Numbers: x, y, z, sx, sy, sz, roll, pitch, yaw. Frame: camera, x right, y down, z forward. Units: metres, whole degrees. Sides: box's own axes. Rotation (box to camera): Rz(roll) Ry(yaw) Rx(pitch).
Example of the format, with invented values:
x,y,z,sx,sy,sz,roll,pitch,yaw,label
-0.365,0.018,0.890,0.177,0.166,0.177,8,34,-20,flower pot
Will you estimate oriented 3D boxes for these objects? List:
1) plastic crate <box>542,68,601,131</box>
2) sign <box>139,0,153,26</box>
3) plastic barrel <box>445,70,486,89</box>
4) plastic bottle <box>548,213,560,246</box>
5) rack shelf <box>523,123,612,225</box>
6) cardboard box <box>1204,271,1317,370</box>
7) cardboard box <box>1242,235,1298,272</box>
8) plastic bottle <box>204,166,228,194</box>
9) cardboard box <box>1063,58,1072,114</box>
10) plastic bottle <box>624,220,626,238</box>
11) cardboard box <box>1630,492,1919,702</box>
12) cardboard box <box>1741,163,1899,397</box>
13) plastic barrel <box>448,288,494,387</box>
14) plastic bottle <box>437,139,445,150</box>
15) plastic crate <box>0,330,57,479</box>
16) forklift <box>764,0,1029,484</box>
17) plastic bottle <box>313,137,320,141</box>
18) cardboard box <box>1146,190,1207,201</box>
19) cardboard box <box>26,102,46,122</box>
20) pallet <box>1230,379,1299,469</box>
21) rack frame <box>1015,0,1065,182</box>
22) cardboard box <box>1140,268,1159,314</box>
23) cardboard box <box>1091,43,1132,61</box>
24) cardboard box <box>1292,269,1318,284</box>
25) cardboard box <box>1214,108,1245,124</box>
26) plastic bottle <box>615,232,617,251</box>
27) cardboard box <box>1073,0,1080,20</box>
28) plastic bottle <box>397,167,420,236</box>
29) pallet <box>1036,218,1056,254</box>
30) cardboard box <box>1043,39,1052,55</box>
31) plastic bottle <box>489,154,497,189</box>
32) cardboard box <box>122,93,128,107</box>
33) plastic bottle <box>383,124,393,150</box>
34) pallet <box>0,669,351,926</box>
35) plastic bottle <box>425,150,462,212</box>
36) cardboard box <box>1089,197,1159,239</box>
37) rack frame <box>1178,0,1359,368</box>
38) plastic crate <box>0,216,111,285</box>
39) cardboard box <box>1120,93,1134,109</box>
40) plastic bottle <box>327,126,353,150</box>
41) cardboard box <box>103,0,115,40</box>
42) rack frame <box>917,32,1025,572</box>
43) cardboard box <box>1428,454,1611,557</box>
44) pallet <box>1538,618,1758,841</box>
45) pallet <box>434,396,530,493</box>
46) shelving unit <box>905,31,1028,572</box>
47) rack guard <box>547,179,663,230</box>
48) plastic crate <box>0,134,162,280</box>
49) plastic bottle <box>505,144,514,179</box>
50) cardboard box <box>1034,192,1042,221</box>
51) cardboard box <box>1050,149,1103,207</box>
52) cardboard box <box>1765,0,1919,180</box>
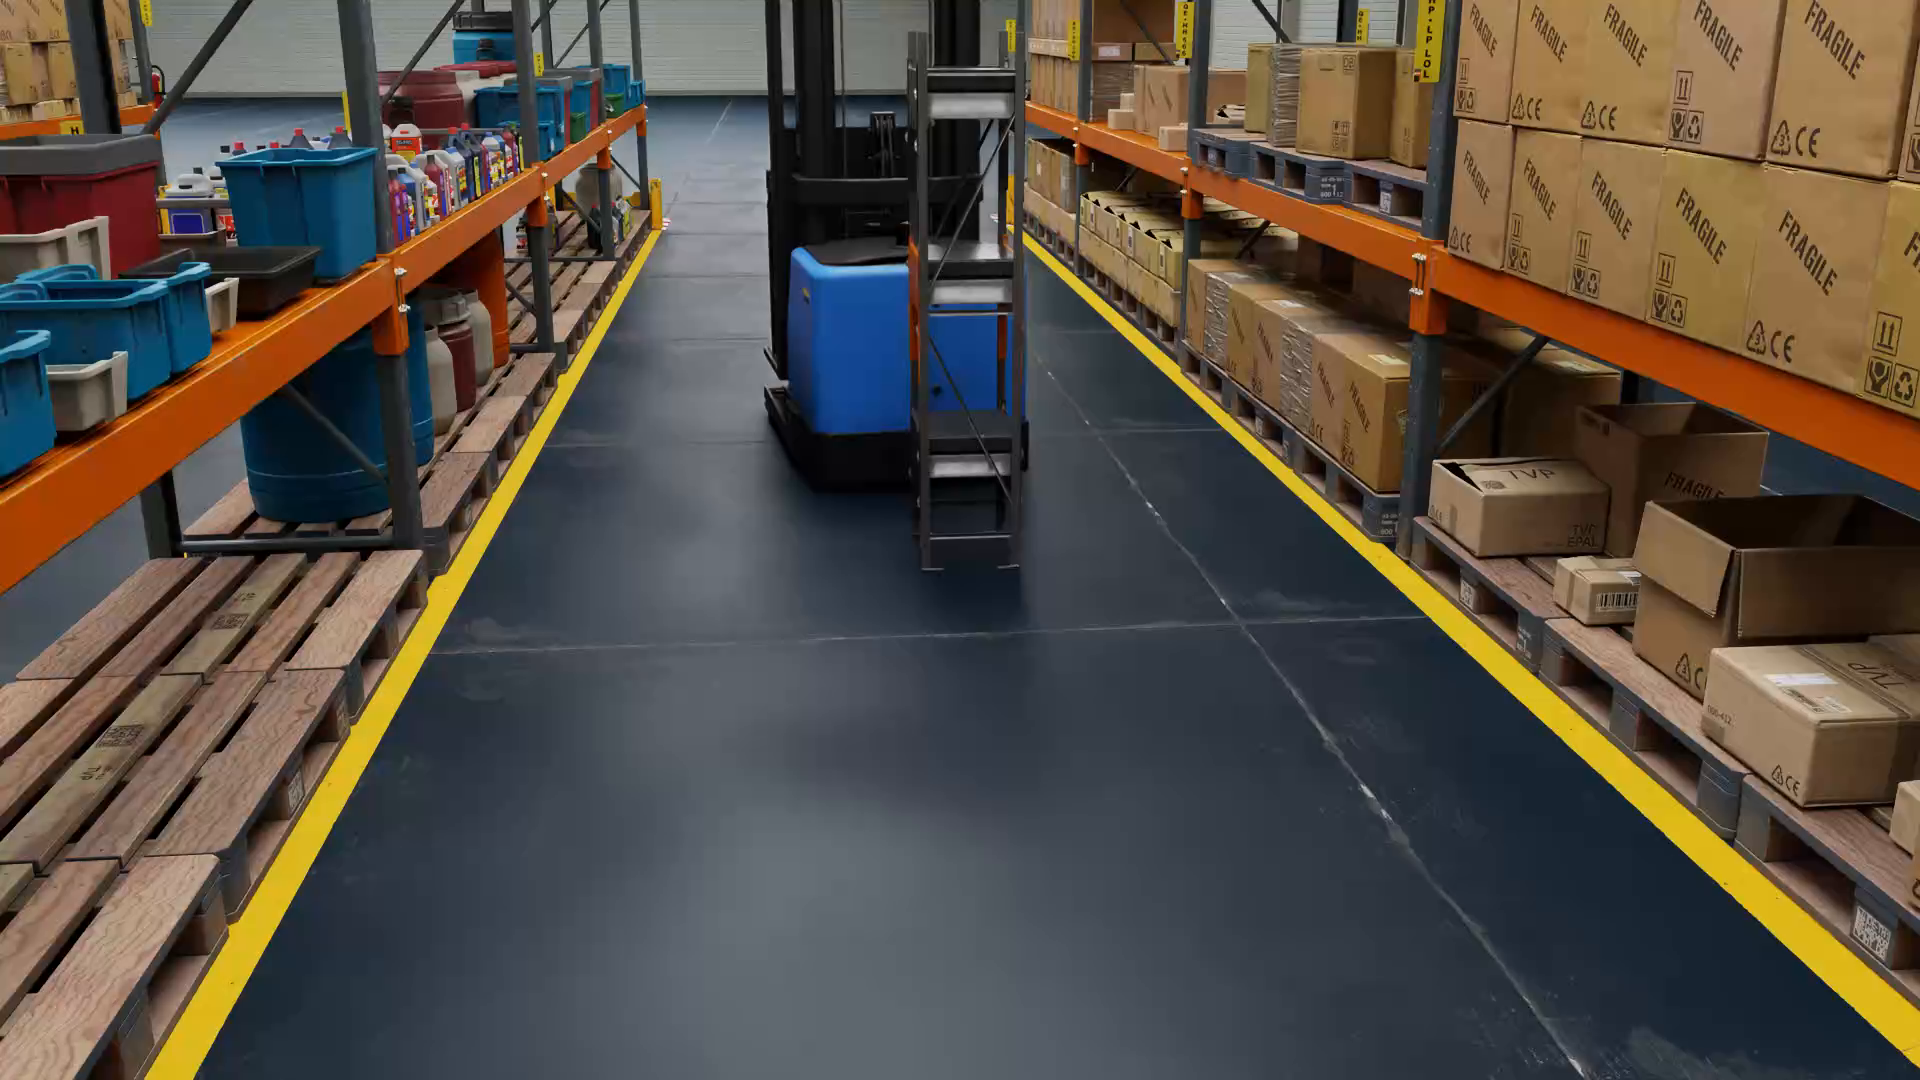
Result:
x,y,z,sx,sy,sz,roll,pitch,yaw,label
-3.068,-3.496,13.199,0.402,0.464,0.583,-2,18,-6,plastic crate
-8.208,-5.354,16.761,0.100,0.325,0.005,-2,18,-6,sign
-3.372,-2.887,11.180,0.421,0.512,0.421,0,17,0,plastic barrel
-3.651,-2.763,14.783,0.152,0.276,0.135,-2,18,-6,plastic bottle
-3.216,-2.661,11.847,1.077,0.370,4.000,-2,18,-6,rack shelf
1.739,-1.278,9.678,0.500,0.500,0.500,-2,18,-8,cardboard box
2.155,-1.882,11.116,0.500,0.311,0.500,-1,17,-4,cardboard box
-2.997,-1.374,6.753,0.152,0.276,0.135,-2,18,-6,plastic bottle
1.344,-4.239,15.504,0.700,0.500,0.500,-2,17,-5,cardboard box
-3.119,-2.870,15.248,0.097,0.201,0.097,0,17,0,plastic bottle
2.529,0.172,5.055,0.797,0.503,0.637,-2,18,-6,cardboard box
2.322,-0.653,4.083,0.500,0.500,0.500,-2,18,-5,cardboard box
-2.796,-1.111,9.162,0.421,0.512,0.421,0,17,0,plastic barrel
-2.551,-1.846,8.243,0.061,0.283,0.133,-2,18,-6,plastic bottle
-1.951,-0.254,3.157,0.416,0.233,0.300,-2,18,-6,plastic crate
-0.491,-2.060,8.845,1.130,2.935,3.031,-4,18,-12,forklift
-3.213,-1.868,8.316,0.061,0.283,0.133,-2,18,-6,plastic bottle
1.832,-2.797,14.030,0.500,0.311,0.500,-2,18,-6,cardboard box
-8.159,-3.699,14.372,0.380,0.149,0.250,-2,18,-6,cardboard box
2.079,-0.644,8.876,1.003,0.211,1.213,-2,18,-6,pallet
1.092,-4.944,17.918,1.000,3.000,0.127,-2,18,-6,rack frame
1.564,-1.752,11.639,0.500,0.250,0.500,-2,18,-6,cardboard box
1.263,-4.184,14.246,0.380,0.149,0.250,-2,18,-6,cardboard box
2.247,-1.307,9.770,0.500,0.500,0.500,-1,17,-3,cardboard box
1.923,-2.628,10.688,0.500,0.311,0.500,-1,17,-2,cardboard box
-3.030,-2.614,14.433,0.097,0.201,0.097,0,17,0,plastic bottle
1.399,-4.702,14.812,0.700,0.500,0.500,-2,18,-6,cardboard box
-2.265,-1.381,6.782,0.097,0.271,0.097,0,17,0,plastic bottle
1.335,-3.025,16.459,1.003,0.211,1.213,-2,18,-6,pallet
1.026,-4.870,16.432,0.380,0.149,0.250,-2,18,-7,cardboard box
-2.466,-1.929,8.645,0.097,0.201,0.097,0,17,0,plastic bottle
-8.502,-4.366,16.496,0.380,0.149,0.250,-2,18,-6,cardboard box
-3.287,-2.211,9.418,0.152,0.276,0.135,-2,18,-6,plastic bottle
-2.354,0.696,4.609,1.003,0.211,1.213,-2,18,-6,pallet
-2.386,-1.652,7.640,0.152,0.276,0.135,-2,18,-6,plastic bottle
1.346,-2.628,13.494,0.500,0.311,0.500,-2,18,-6,cardboard box
1.917,-2.561,10.326,1.000,3.000,0.127,-2,18,-6,rack frame
-2.623,-0.728,4.587,0.437,0.282,0.530,-2,18,-6,plastic crate
1.599,-3.536,13.681,0.500,0.250,0.500,-1,17,-2,cardboard box
-2.994,-1.830,8.081,0.144,0.351,0.185,-2,18,-6,plastic bottle
-8.402,-5.001,15.765,0.500,0.500,0.500,-2,18,-6,cardboard box
0.042,-0.880,6.474,0.400,2.100,0.015,-2,18,-6,rack frame
2.158,-0.164,6.447,0.500,0.311,0.500,-2,18,-6,cardboard box
2.529,0.531,5.135,1.003,0.211,1.213,-2,18,-6,pallet
-2.765,-0.482,8.360,1.003,0.211,1.213,-2,18,-6,pallet
0.017,-0.952,6.705,0.431,2.100,0.503,-2,18,-6,shelving unit
-3.781,-3.578,17.741,1.175,0.500,0.348,-2,18,-6,rack guard
-2.755,-1.002,5.155,0.402,0.464,0.583,-2,18,-6,plastic crate
-2.527,-2.103,9.199,0.097,0.201,0.097,0,17,0,plastic bottle
1.032,-3.368,16.787,0.500,0.250,0.500,-2,18,-6,cardboard box
1.144,-3.428,15.727,0.500,0.500,0.500,-2,18,-6,cardboard box
2.312,-1.131,3.935,0.500,0.500,0.500,-1,17,-4,cardboard box
